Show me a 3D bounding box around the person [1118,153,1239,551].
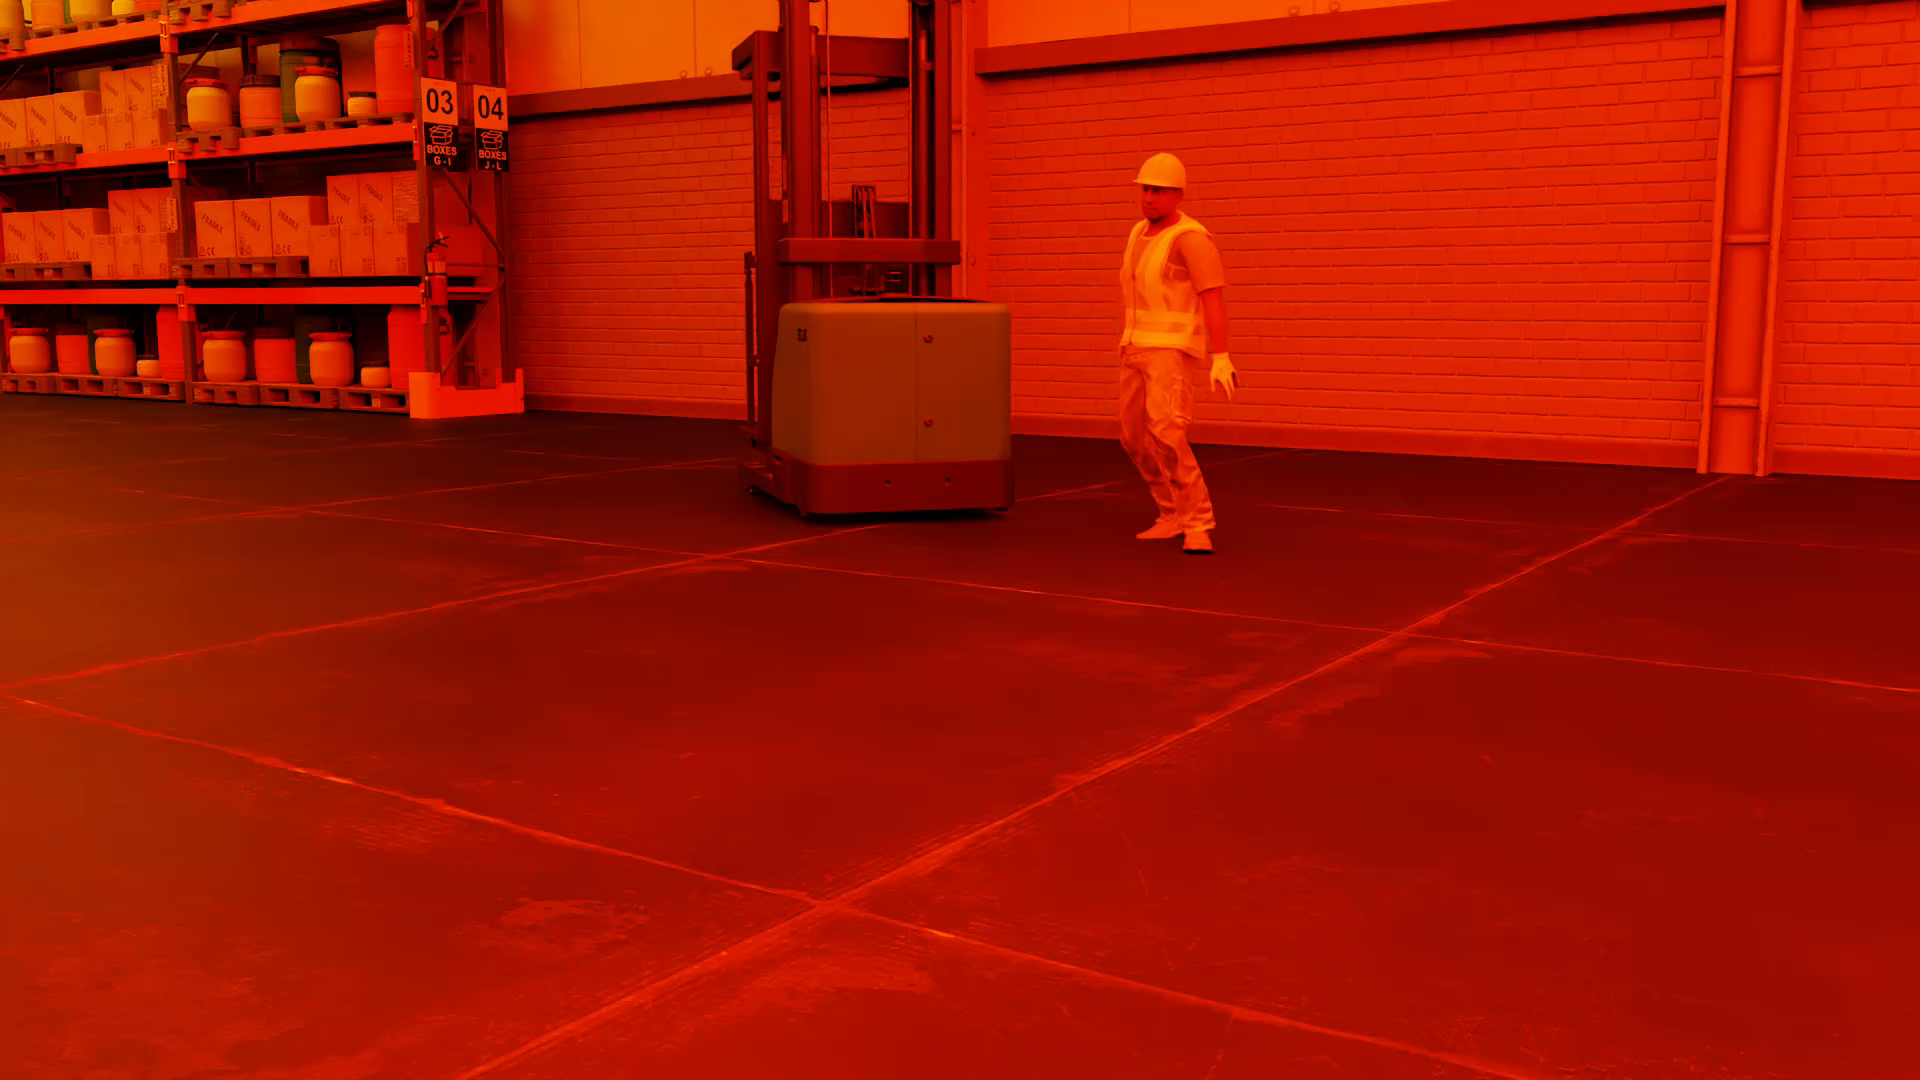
[{"bbox_3d":[0.922,-0.832,7.472,0.473,1.749,0.905,-3,9,-22],"label":"person"}]

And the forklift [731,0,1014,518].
[{"bbox_3d":[-0.653,-1.726,9.333,1.130,2.935,3.031,-2,8,-17],"label":"forklift"}]
